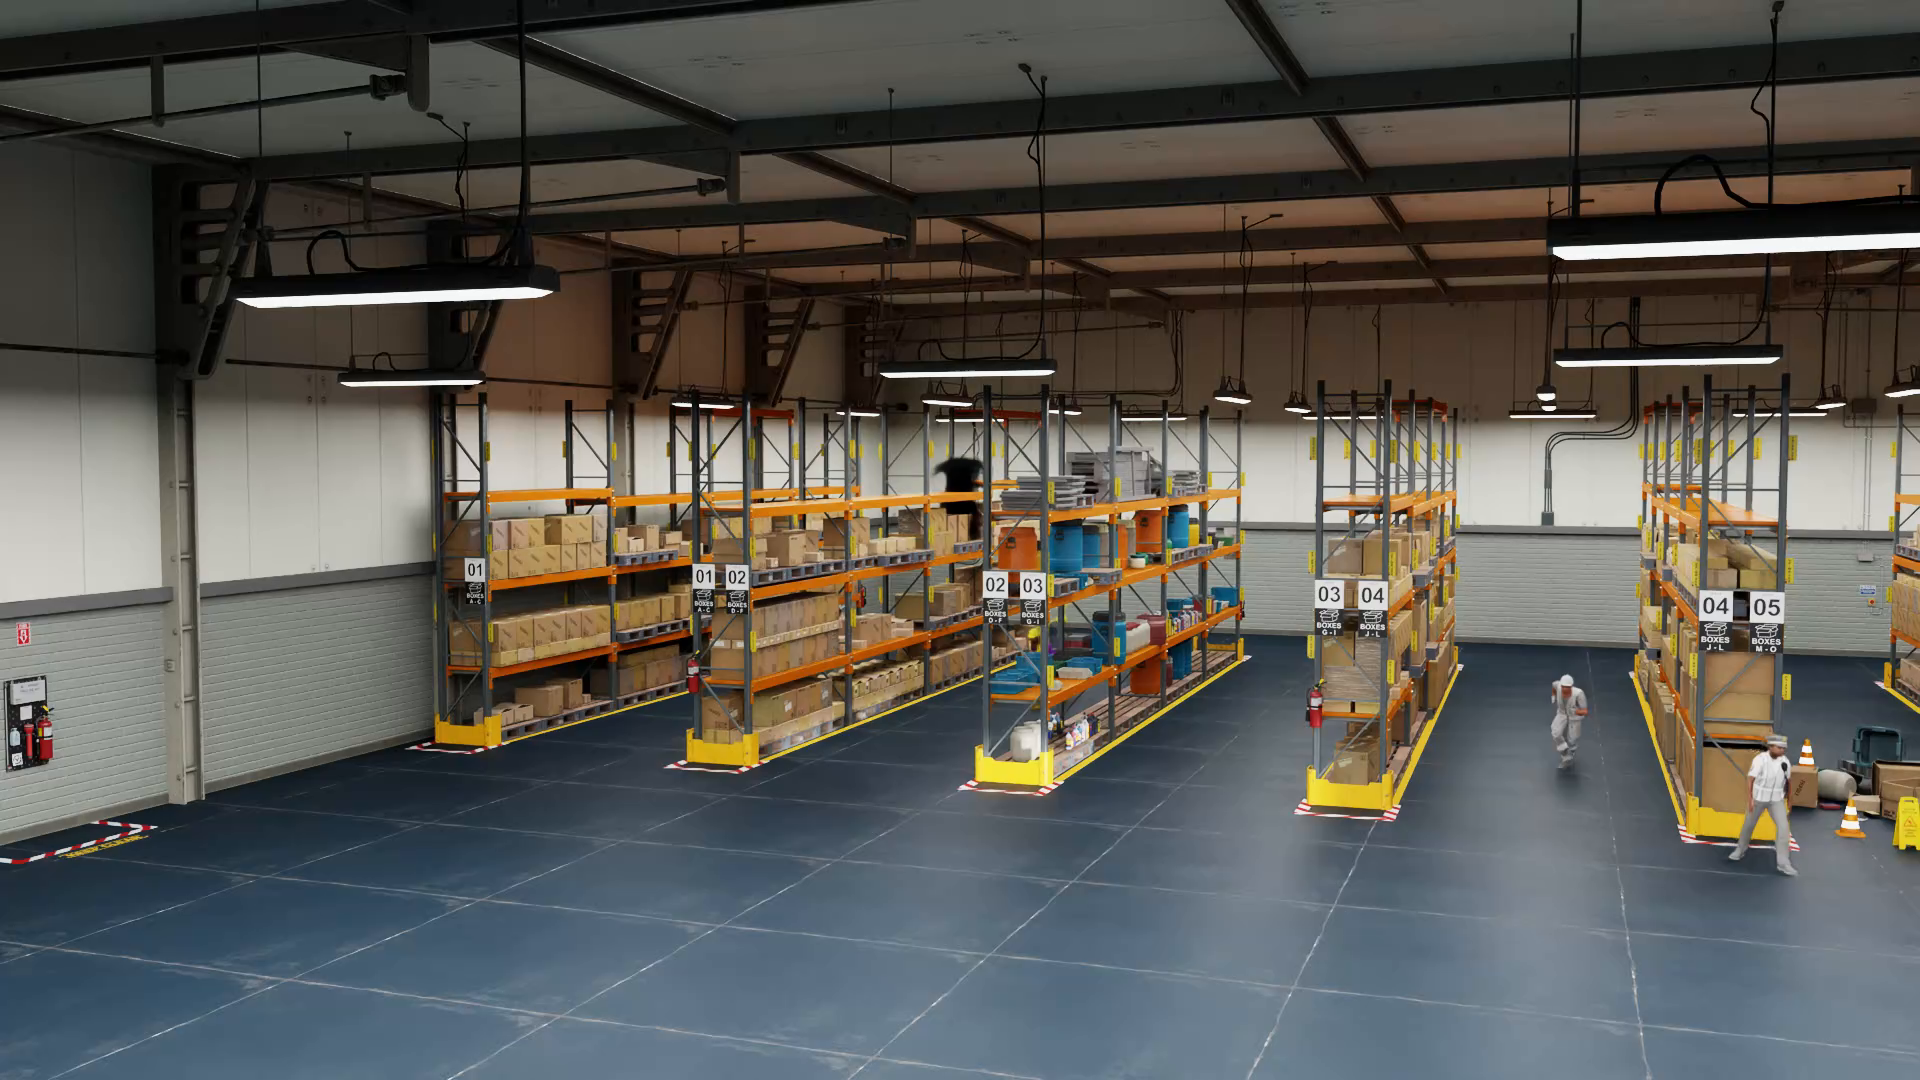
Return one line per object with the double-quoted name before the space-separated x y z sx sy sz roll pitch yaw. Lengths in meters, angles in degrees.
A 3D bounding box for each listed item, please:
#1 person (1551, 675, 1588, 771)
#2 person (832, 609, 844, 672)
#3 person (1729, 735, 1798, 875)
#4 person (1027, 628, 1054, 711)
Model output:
"person" 9.619 2.847 26.245 0.667 1.544 1.174 2 4 33
"person" -2.645 2.280 35.099 0.781 1.747 0.730 -2 4 -36
"person" 9.688 3.127 19.978 0.626 1.623 0.871 0 3 2
"person" 1.651 2.469 32.122 0.716 1.601 1.115 3 4 41
